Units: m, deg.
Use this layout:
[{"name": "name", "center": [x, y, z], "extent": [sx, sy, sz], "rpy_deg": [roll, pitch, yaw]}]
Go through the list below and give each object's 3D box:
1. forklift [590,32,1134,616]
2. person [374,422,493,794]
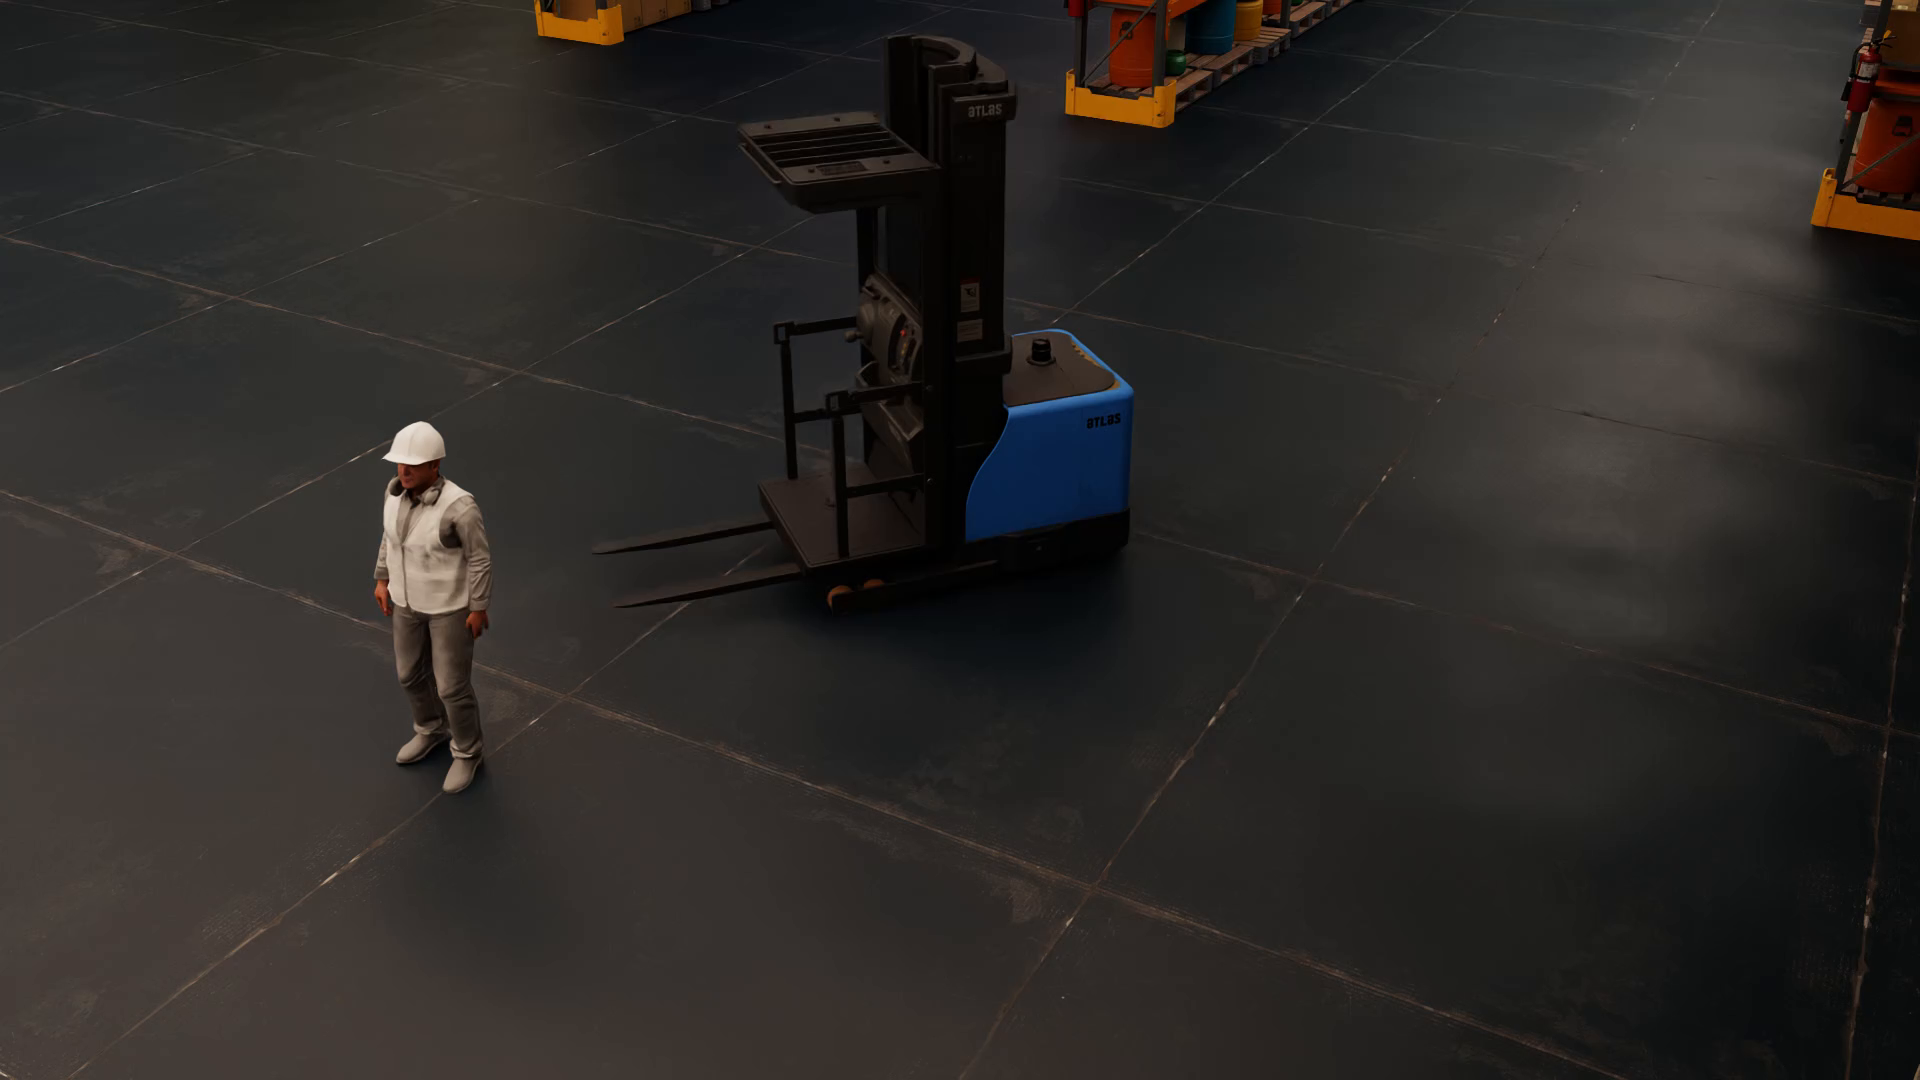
[{"name": "forklift", "center": [-0.575, -1.147, 9.058], "extent": [3.031, 2.935, 1.130], "rpy_deg": [-11, 32, -18]}, {"name": "person", "center": [-2.479, 0.300, 7.736], "extent": [0.606, 1.792, 0.497], "rpy_deg": [15, 33, 24]}]
